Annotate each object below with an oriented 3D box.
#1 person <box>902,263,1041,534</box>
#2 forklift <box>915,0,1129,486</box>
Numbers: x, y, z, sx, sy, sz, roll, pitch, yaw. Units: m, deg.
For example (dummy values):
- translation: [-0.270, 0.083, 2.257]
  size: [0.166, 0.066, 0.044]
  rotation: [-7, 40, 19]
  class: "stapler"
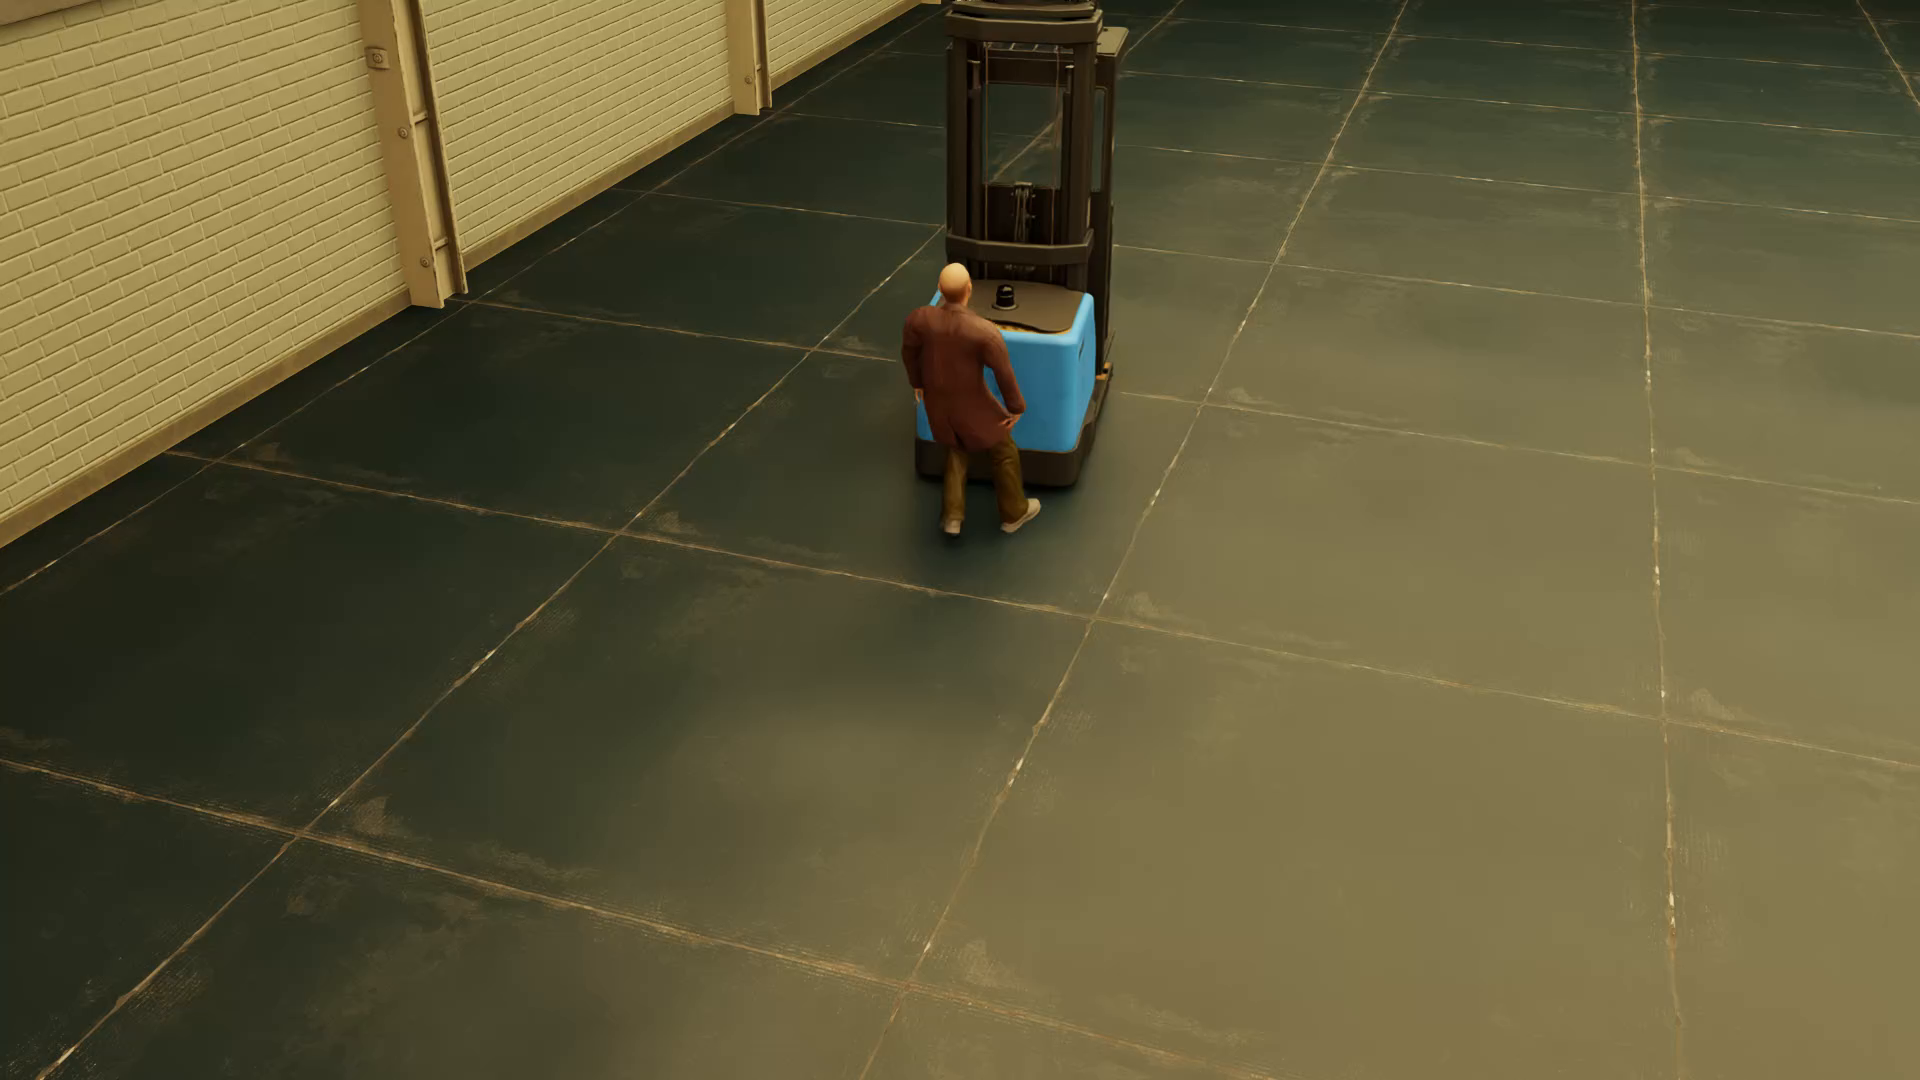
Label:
- translation: [0.075, -0.866, 9.883]
  size: [0.758, 1.735, 0.690]
  rotation: [15, 33, 24]
  class: "person"
- translation: [0.503, -2.327, 11.218]
  size: [1.130, 2.935, 3.031]
  rotation: [6, 30, 10]
  class: "forklift"
